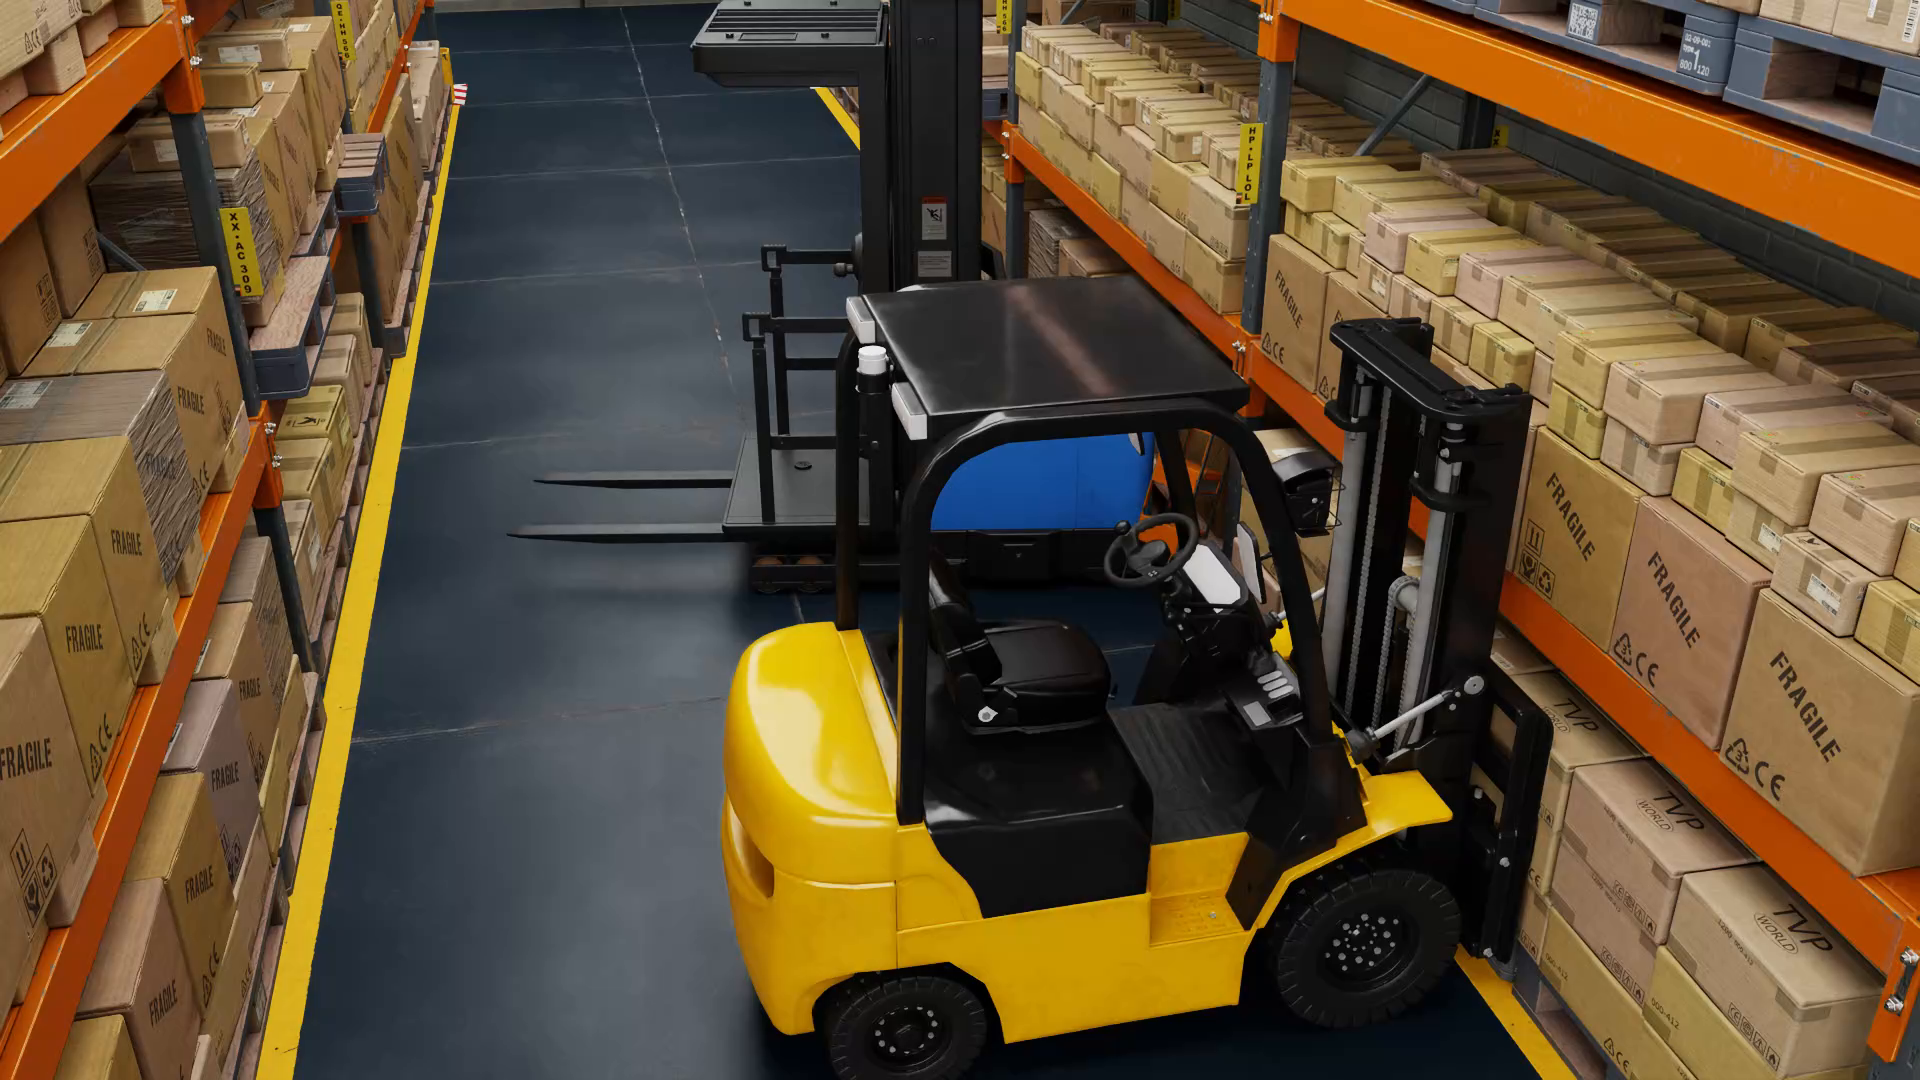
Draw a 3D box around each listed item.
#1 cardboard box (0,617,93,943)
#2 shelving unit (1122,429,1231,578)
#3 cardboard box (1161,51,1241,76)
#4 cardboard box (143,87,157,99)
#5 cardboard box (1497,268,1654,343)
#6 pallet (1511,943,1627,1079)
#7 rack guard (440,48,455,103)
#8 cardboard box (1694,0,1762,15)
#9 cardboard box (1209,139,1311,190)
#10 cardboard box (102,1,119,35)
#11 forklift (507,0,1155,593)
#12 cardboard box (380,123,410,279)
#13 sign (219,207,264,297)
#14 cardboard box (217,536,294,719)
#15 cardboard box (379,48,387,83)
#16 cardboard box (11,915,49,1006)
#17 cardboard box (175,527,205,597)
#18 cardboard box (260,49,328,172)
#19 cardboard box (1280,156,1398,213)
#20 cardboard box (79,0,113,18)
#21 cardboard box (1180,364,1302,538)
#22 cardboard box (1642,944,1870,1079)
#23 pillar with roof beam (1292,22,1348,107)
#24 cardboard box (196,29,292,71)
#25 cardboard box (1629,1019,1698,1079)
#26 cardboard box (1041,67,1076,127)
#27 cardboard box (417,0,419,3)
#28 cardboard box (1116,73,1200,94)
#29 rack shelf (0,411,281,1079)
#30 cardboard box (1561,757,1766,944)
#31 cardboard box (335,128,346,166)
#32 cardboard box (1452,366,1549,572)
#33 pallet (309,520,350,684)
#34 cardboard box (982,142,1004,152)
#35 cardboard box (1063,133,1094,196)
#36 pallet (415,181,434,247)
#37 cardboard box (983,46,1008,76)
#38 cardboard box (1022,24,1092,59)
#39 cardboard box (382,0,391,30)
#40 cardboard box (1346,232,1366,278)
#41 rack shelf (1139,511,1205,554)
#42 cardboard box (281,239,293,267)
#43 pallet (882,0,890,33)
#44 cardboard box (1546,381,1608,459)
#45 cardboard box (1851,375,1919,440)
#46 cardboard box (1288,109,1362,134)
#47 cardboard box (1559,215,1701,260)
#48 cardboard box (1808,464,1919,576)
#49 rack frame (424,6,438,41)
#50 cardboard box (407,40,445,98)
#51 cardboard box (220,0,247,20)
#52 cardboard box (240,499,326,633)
[{"bbox_3d":[-2.187,0.519,3.452,0.500,0.500,0.500,-5,27,-10],"label":"cardboard box"},{"bbox_3d":[1.023,-0.242,7.545,0.252,1.050,0.215,25,16,40],"label":"shelving unit"},{"bbox_3d":[1.345,-2.623,9.288,0.380,0.149,0.250,-6,27,-12],"label":"cardboard box"},{"bbox_3d":[-3.802,-1.815,7.611,0.500,0.500,0.500,-7,28,-14],"label":"cardboard box"},{"bbox_3d":[1.927,-0.734,5.214,0.380,0.149,0.250,-6,27,-11],"label":"cardboard box"},{"bbox_3d":[2.391,1.567,4.910,1.003,0.211,1.213,-6,27,-12],"label":"pallet"},{"bbox_3d":[-5.842,-4.759,17.124,1.175,0.500,0.348,-6,27,-12],"label":"rack guard"},{"bbox_3d":[2.134,-1.591,4.057,0.700,0.500,0.500,-6,27,-11],"label":"cardboard box"},{"bbox_3d":[1.334,-1.675,7.409,0.380,0.149,0.250,-6,27,-12],"label":"cardboard box"},{"bbox_3d":[-2.793,-1.596,5.033,0.380,0.149,0.250,-6,27,-11],"label":"cardboard box"},{"bbox_3d":[-0.625,-1.302,7.576,3.031,2.935,1.130,-1,27,-1],"label":"forklift"},{"bbox_3d":[-4.305,-2.295,11.360,0.875,0.875,0.875,-6,27,-11],"label":"cardboard box"},{"bbox_3d":[-2.605,-1.041,6.023,0.100,0.325,0.005,-6,27,-12],"label":"sign"},{"bbox_3d":[-2.738,0.341,5.998,0.500,0.500,0.500,-6,27,-12],"label":"cardboard box"},{"bbox_3d":[-4.380,-3.423,11.869,0.500,0.250,0.500,-7,28,-13],"label":"cardboard box"},{"bbox_3d":[-2.157,0.868,3.481,0.380,0.149,0.250,-7,28,-13],"label":"cardboard box"},{"bbox_3d":[-2.531,0.072,5.058,0.380,0.149,0.250,-6,27,-12],"label":"cardboard box"},{"bbox_3d":[-3.418,-2.099,8.172,0.500,0.500,0.500,-8,28,-15],"label":"cardboard box"},{"bbox_3d":[1.486,-1.399,6.532,0.380,0.149,0.250,-5,27,-11],"label":"cardboard box"},{"bbox_3d":[-2.656,-1.613,4.624,0.500,0.250,0.500,-6,27,-12],"label":"cardboard box"},{"bbox_3d":[1.574,-0.457,7.996,0.875,0.625,0.625,-5,27,-9],"label":"cardboard box"},{"bbox_3d":[2.190,1.289,4.398,0.500,0.250,0.500,-6,27,-12],"label":"cardboard box"},{"bbox_3d":[-2.221,-4.618,7.413,9.100,9.000,0.400,-6,27,-12],"label":"pillar with roof beam"},{"bbox_3d":[-3.390,-2.317,7.885,0.380,0.149,0.250,-7,28,-14],"label":"cardboard box"},{"bbox_3d":[2.191,1.520,4.495,0.500,0.250,0.500,-6,27,-11],"label":"cardboard box"},{"bbox_3d":[0.775,-2.575,9.634,0.500,0.250,0.500,-5,27,-10],"label":"cardboard box"},{"bbox_3d":[-5.117,-5.052,14.819,0.500,0.500,0.500,-5,27,-10],"label":"cardboard box"},{"bbox_3d":[1.040,-2.353,8.751,0.380,0.149,0.250,-6,27,-12],"label":"cardboard box"},{"bbox_3d":[-2.682,0.603,4.525,1.077,0.370,4.000,-6,27,-12],"label":"rack shelf"},{"bbox_3d":[2.076,0.854,4.706,0.500,0.250,0.500,-5,27,-11],"label":"cardboard box"},{"bbox_3d":[-3.499,-2.091,8.877,0.380,0.149,0.250,-6,27,-12],"label":"cardboard box"},{"bbox_3d":[1.890,-0.253,5.312,0.500,0.500,0.500,-6,27,-11],"label":"cardboard box"},{"bbox_3d":[-3.309,0.307,7.408,1.003,0.211,1.213,-6,27,-12],"label":"pallet"},{"bbox_3d":[0.320,-2.768,11.992,0.380,0.149,0.250,-5,27,-10],"label":"cardboard box"},{"bbox_3d":[0.895,-2.125,9.297,0.500,0.250,0.500,-7,28,-13],"label":"cardboard box"},{"bbox_3d":[-4.688,-2.532,13.033,1.003,0.211,1.213,-6,27,-12],"label":"pallet"},{"bbox_3d":[0.280,-3.183,11.040,0.380,0.149,0.250,-5,27,-11],"label":"cardboard box"},{"bbox_3d":[0.586,-3.022,10.078,0.380,0.149,0.250,-5,27,-10],"label":"cardboard box"},{"bbox_3d":[-4.479,-3.877,12.214,0.500,0.250,0.500,-5,27,-10],"label":"cardboard box"},{"bbox_3d":[1.664,-1.045,6.160,0.380,0.149,0.250,-6,27,-12],"label":"cardboard box"},{"bbox_3d":[0.949,0.031,7.605,0.240,0.259,0.215,25,16,40],"label":"rack shelf"},{"bbox_3d":[-3.152,-1.291,7.291,0.380,0.149,0.250,-6,27,-11],"label":"cardboard box"},{"bbox_3d":[-0.026,-4.166,13.389,1.003,0.211,1.213,-6,27,-12],"label":"pallet"},{"bbox_3d":[1.940,-0.365,4.813,0.380,0.149,0.250,-6,27,-11],"label":"cardboard box"},{"bbox_3d":[2.596,-0.325,4.404,0.380,0.149,0.250,-6,27,-11],"label":"cardboard box"},{"bbox_3d":[1.690,-1.955,7.964,0.380,0.149,0.250,-6,27,-12],"label":"cardboard box"},{"bbox_3d":[2.314,-1.011,5.763,0.380,0.149,0.250,-6,27,-12],"label":"cardboard box"},{"bbox_3d":[2.232,-0.054,3.867,0.380,0.149,0.250,-6,27,-12],"label":"cardboard box"},{"bbox_3d":[-5.837,-5.864,16.540,1.000,3.000,0.127,-6,27,-12],"label":"rack frame"},{"bbox_3d":[-5.591,-4.628,16.469,0.875,0.438,0.875,-7,28,-13],"label":"cardboard box"},{"bbox_3d":[-4.405,-3.044,9.731,0.500,0.500,0.500,-7,28,-13],"label":"cardboard box"},{"bbox_3d":[-3.253,0.159,7.056,0.950,0.372,0.625,-6,27,-11],"label":"cardboard box"}]
